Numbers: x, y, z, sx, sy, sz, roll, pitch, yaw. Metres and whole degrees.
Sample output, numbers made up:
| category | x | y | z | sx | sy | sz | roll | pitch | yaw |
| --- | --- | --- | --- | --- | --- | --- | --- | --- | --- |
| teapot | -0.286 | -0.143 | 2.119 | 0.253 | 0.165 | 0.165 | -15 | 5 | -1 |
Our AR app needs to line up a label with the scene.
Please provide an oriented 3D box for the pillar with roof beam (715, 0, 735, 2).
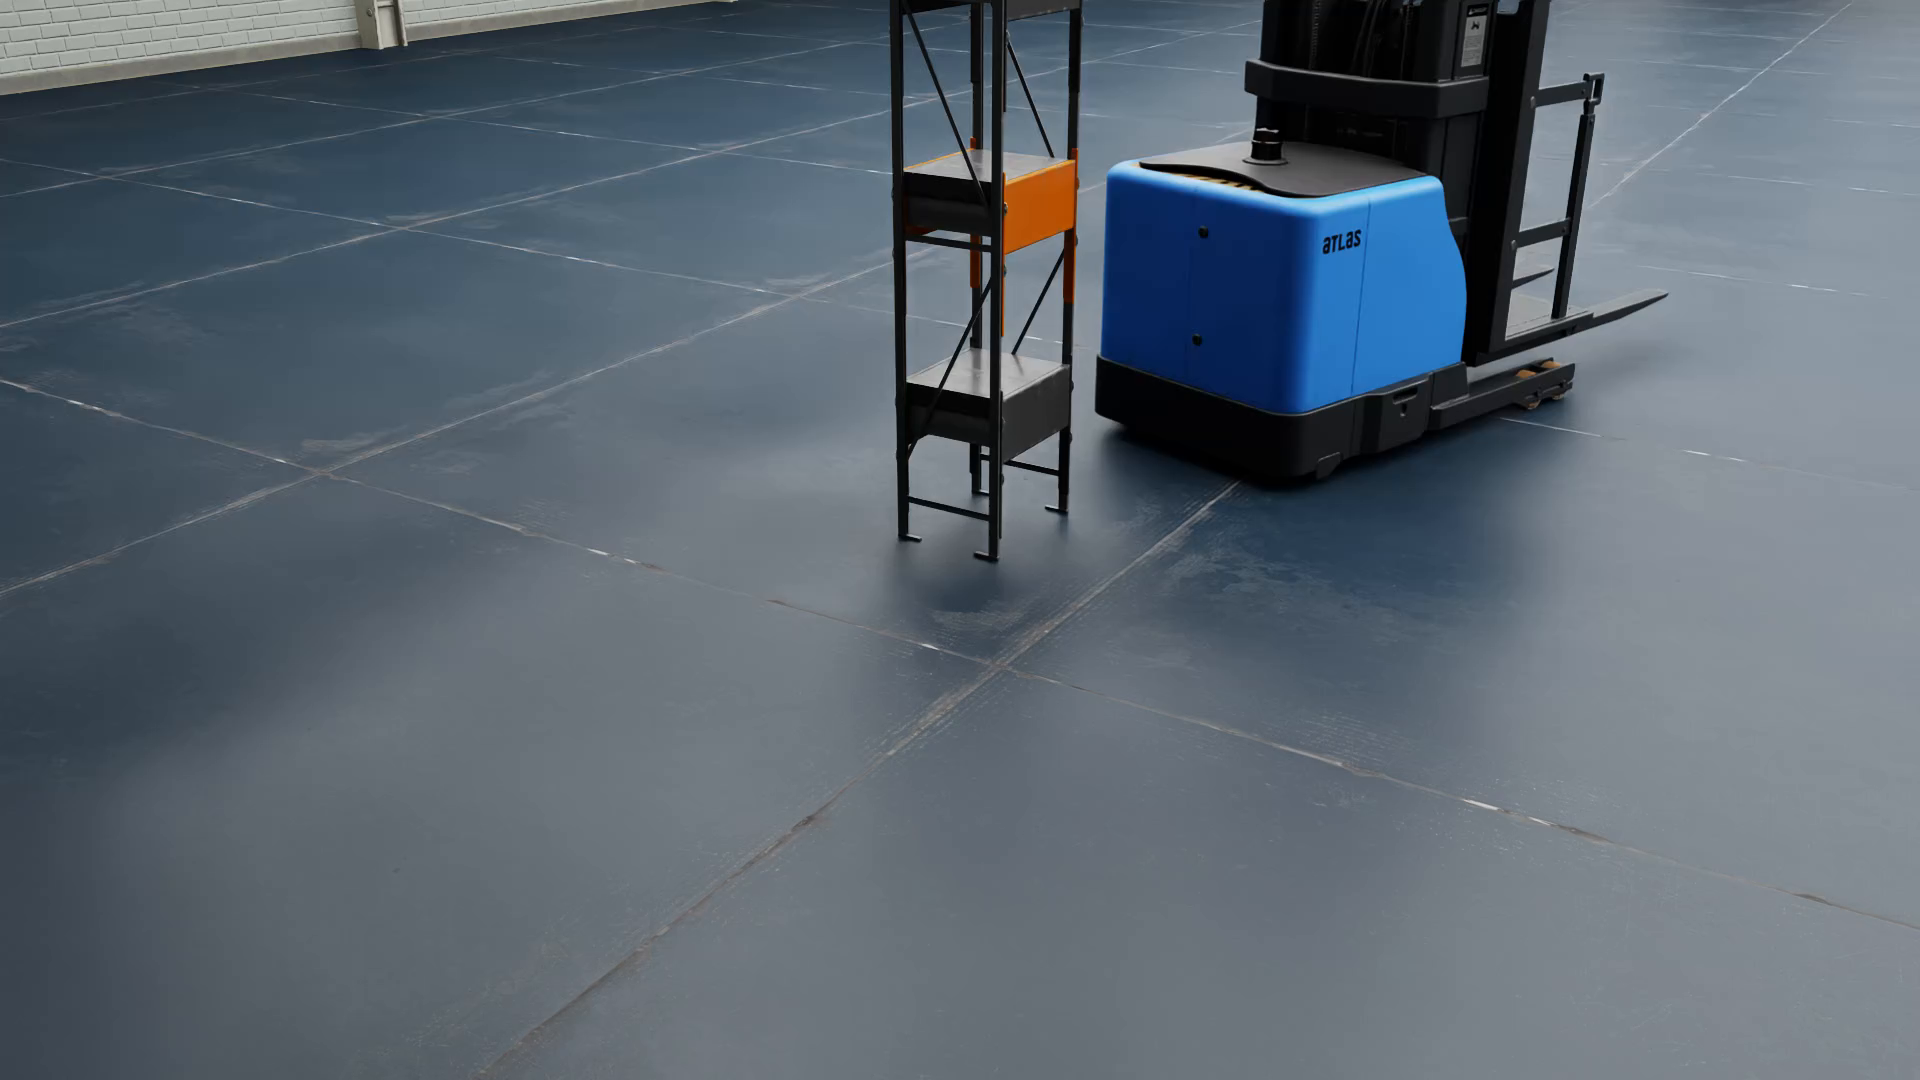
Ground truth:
| category | x | y | z | sx | sy | sz | roll | pitch | yaw |
| --- | --- | --- | --- | --- | --- | --- | --- | --- | --- |
| pillar with roof beam | 0.490 | -10.680 | 19.094 | 9.100 | 9.000 | 0.400 | 14 | 27 | 29 |

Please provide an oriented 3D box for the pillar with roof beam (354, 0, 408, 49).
| category | x | y | z | sx | sy | sz | roll | pitch | yaw |
| --- | --- | --- | --- | --- | --- | --- | --- | --- | --- |
| pillar with roof beam | -2.675 | -8.655 | 14.416 | 9.100 | 9.000 | 0.400 | 14 | 27 | 29 |

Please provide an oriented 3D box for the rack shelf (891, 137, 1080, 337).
| category | x | y | z | sx | sy | sz | roll | pitch | yaw |
| --- | --- | --- | --- | --- | --- | --- | --- | --- | --- |
| rack shelf | 0.087 | -1.007 | 5.467 | 0.431 | 0.518 | 0.480 | 14 | 27 | 29 |

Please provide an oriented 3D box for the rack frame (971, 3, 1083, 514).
| category | x | y | z | sx | sy | sz | roll | pitch | yaw |
| --- | --- | --- | --- | --- | --- | --- | --- | --- | --- |
| rack frame | 0.216 | -1.102 | 5.652 | 0.400 | 2.100 | 0.015 | 14 | 27 | 29 |

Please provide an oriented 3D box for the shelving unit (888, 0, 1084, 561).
| category | x | y | z | sx | sy | sz | roll | pitch | yaw |
| --- | --- | --- | --- | --- | --- | --- | --- | --- | --- |
| shelving unit | 0.087 | -1.019 | 5.462 | 0.431 | 2.100 | 0.503 | 14 | 27 | 29 |

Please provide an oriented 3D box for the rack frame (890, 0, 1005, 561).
| category | x | y | z | sx | sy | sz | roll | pitch | yaw |
| --- | --- | --- | --- | --- | --- | --- | --- | --- | --- |
| rack frame | -0.041 | -0.937 | 5.272 | 0.400 | 2.100 | 0.015 | 14 | 27 | 29 |

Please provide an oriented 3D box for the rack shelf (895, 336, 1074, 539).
| category | x | y | z | sx | sy | sz | roll | pitch | yaw |
| --- | --- | --- | --- | --- | --- | --- | --- | --- | --- |
| rack shelf | 0.087 | -0.365 | 5.745 | 0.431 | 0.518 | 0.480 | 14 | 27 | 29 |

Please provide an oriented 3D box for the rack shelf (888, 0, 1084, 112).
| category | x | y | z | sx | sy | sz | roll | pitch | yaw |
| --- | --- | --- | --- | --- | --- | --- | --- | --- | --- |
| rack shelf | 0.087 | -1.649 | 5.189 | 0.431 | 0.518 | 0.480 | 14 | 27 | 29 |

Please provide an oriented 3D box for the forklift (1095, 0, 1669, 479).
| category | x | y | z | sx | sy | sz | roll | pitch | yaw |
| --- | --- | --- | --- | --- | --- | --- | --- | --- | --- |
| forklift | 2.004 | -2.037 | 6.766 | 3.031 | 2.935 | 1.130 | -18 | 29 | -36 |
